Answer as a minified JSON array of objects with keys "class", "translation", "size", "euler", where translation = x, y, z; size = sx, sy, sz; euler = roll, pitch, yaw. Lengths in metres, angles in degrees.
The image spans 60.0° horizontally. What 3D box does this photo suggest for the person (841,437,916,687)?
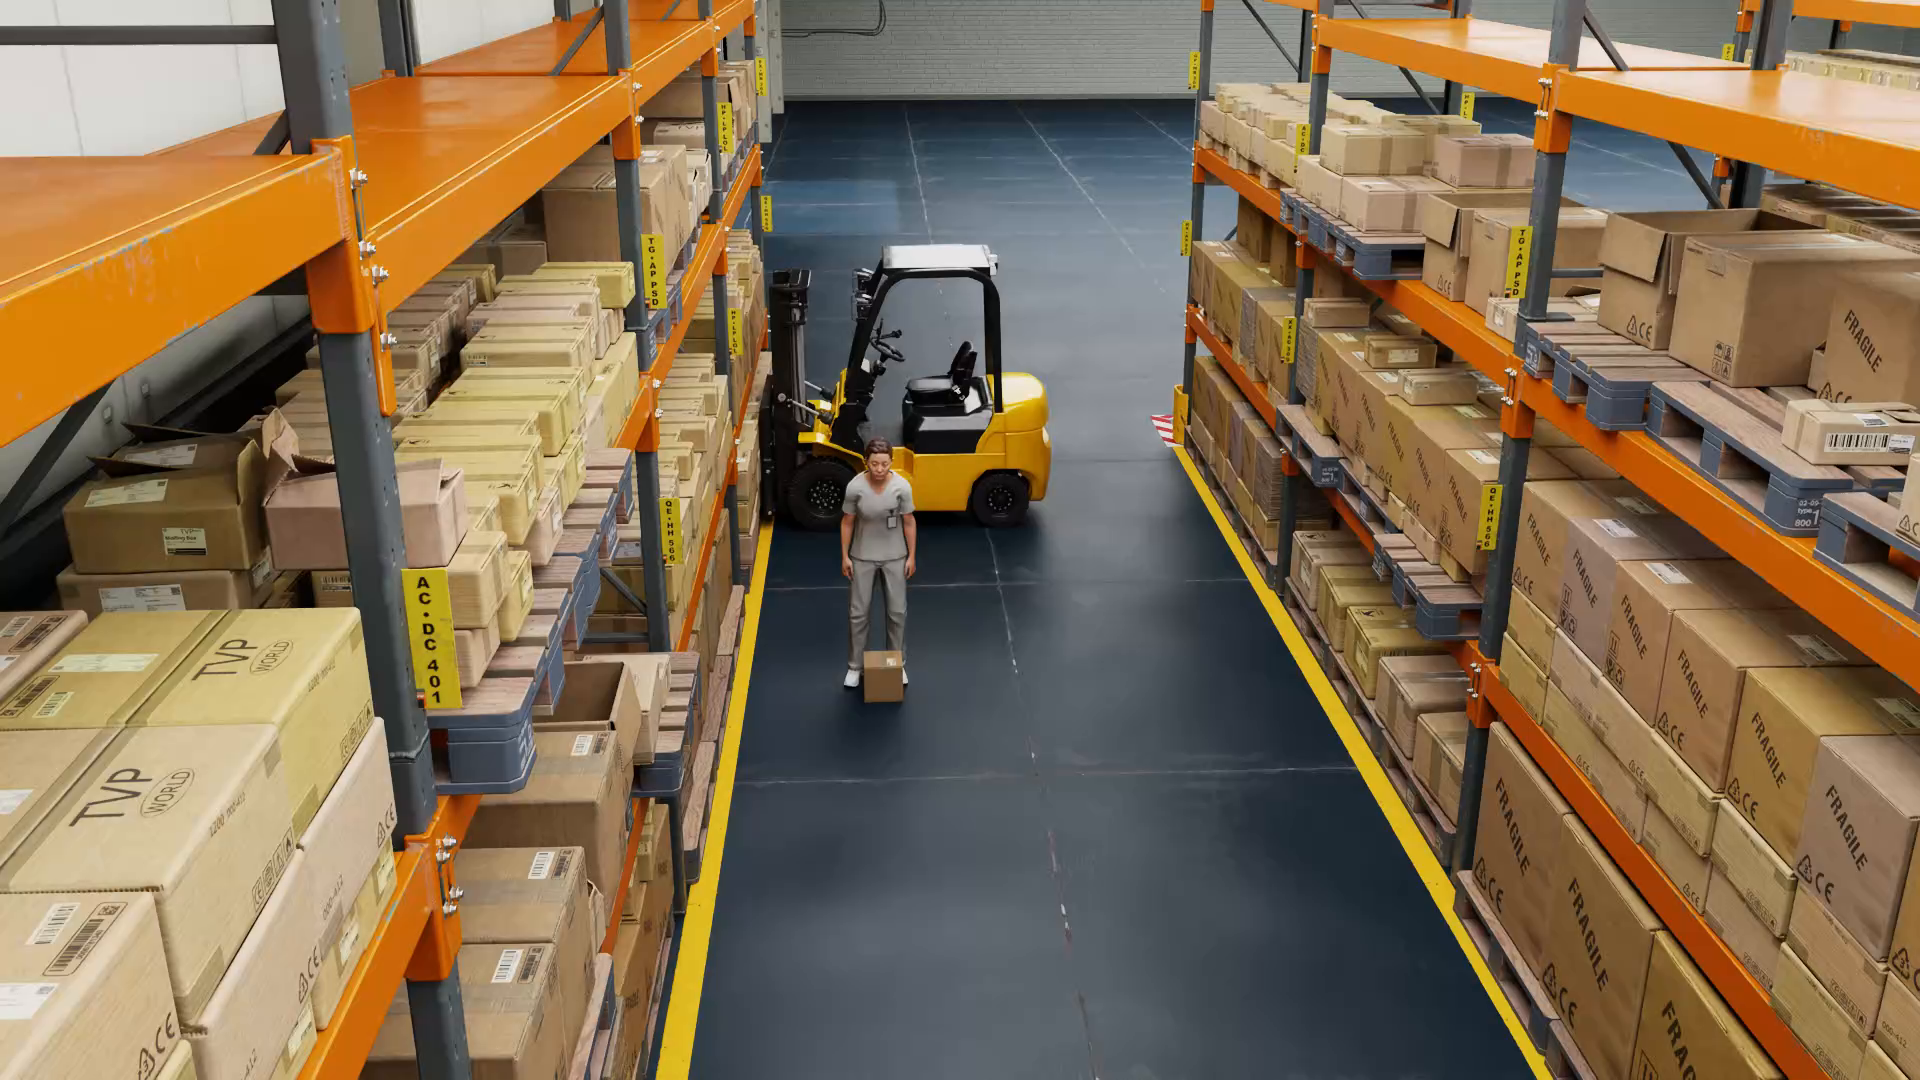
[{"class":"person","translation":[-0.524,0.129,10.733],"size":[0.486,1.673,0.358],"euler":[-1,20,-3]}]
